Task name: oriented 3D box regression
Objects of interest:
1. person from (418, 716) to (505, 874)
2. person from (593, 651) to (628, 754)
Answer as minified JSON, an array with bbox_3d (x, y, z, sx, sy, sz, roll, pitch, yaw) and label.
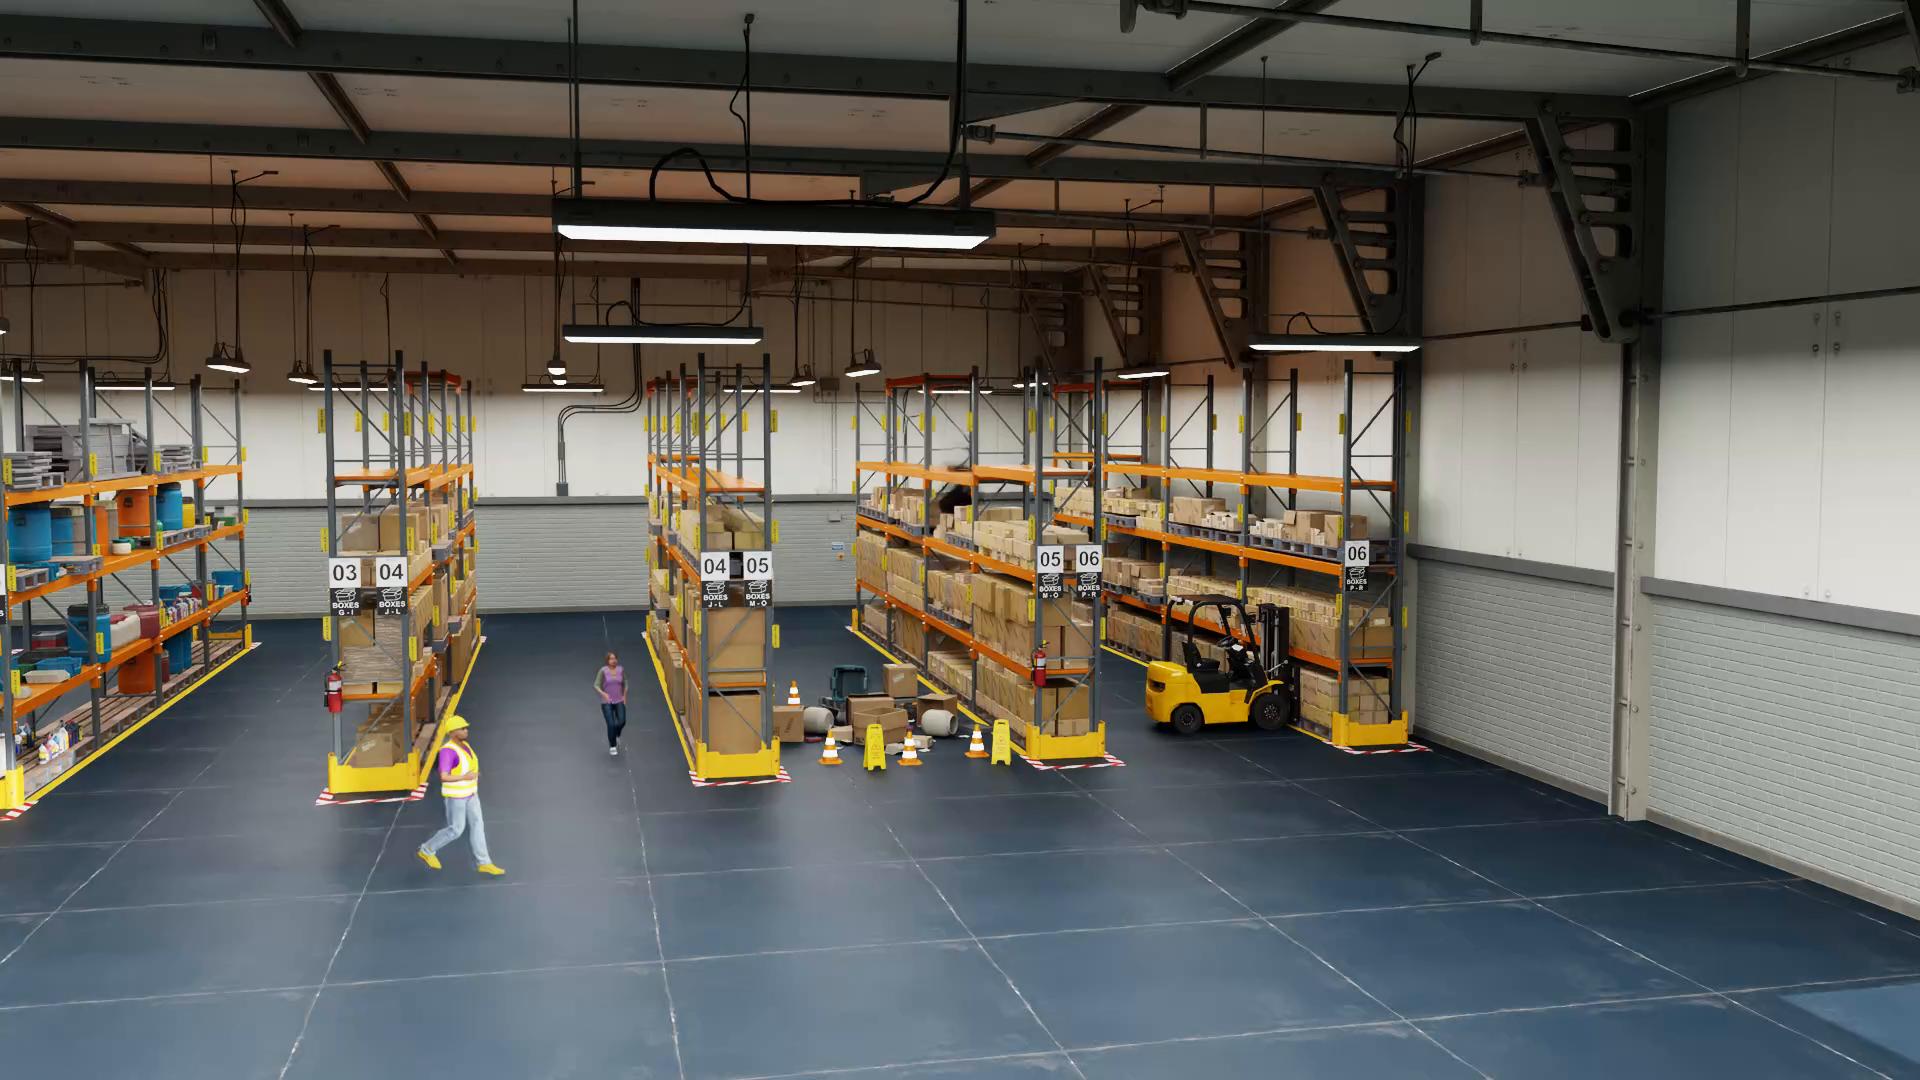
[{"bbox_3d":[-5.512,2.818,18.343,0.970,1.760,0.698,1,4,11],"label":"person"},{"bbox_3d":[-5.275,2.470,25.211,0.543,1.567,0.530,-2,4,-25],"label":"person"}]
